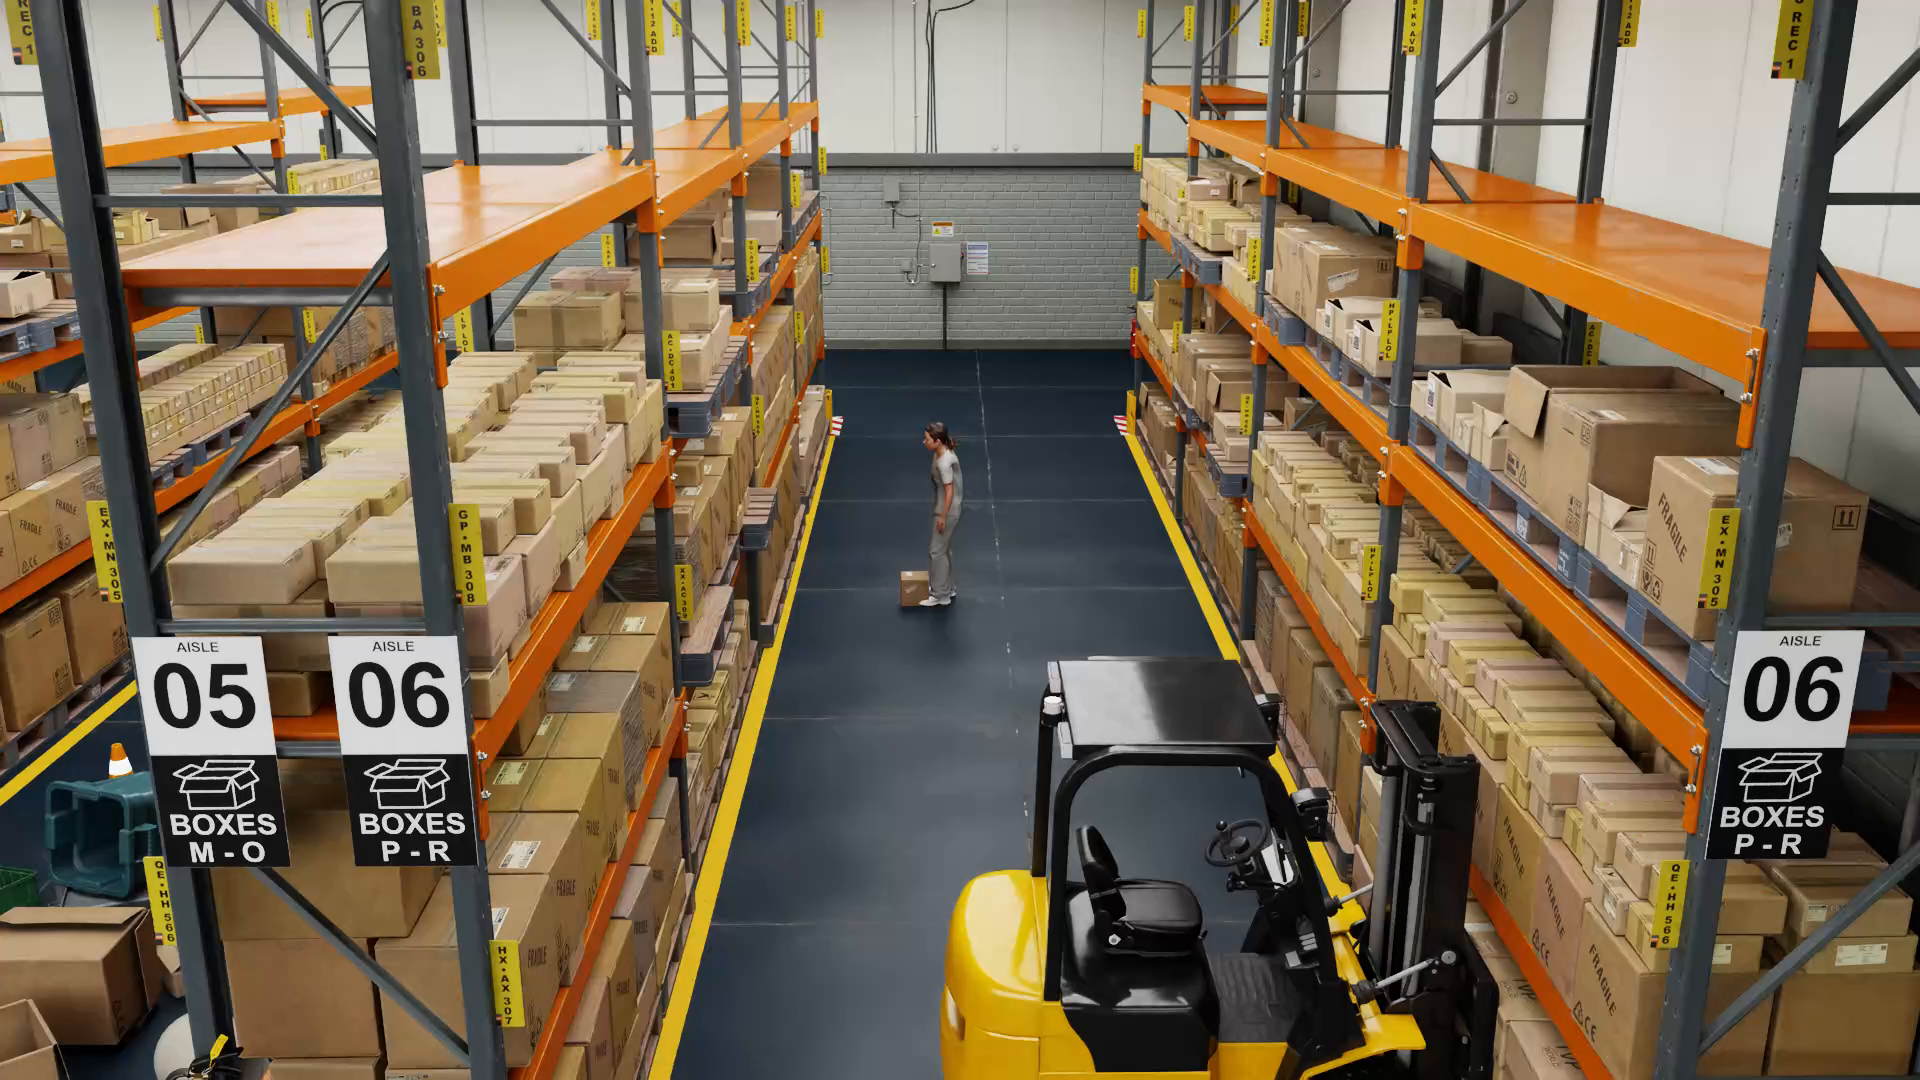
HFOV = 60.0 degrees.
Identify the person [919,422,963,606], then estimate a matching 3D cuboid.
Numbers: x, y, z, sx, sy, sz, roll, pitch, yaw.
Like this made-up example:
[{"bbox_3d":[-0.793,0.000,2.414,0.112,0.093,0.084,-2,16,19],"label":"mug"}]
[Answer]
[{"bbox_3d":[-0.185,-0.243,14.835,0.417,1.671,0.511,-1,17,-4],"label":"person"}]
